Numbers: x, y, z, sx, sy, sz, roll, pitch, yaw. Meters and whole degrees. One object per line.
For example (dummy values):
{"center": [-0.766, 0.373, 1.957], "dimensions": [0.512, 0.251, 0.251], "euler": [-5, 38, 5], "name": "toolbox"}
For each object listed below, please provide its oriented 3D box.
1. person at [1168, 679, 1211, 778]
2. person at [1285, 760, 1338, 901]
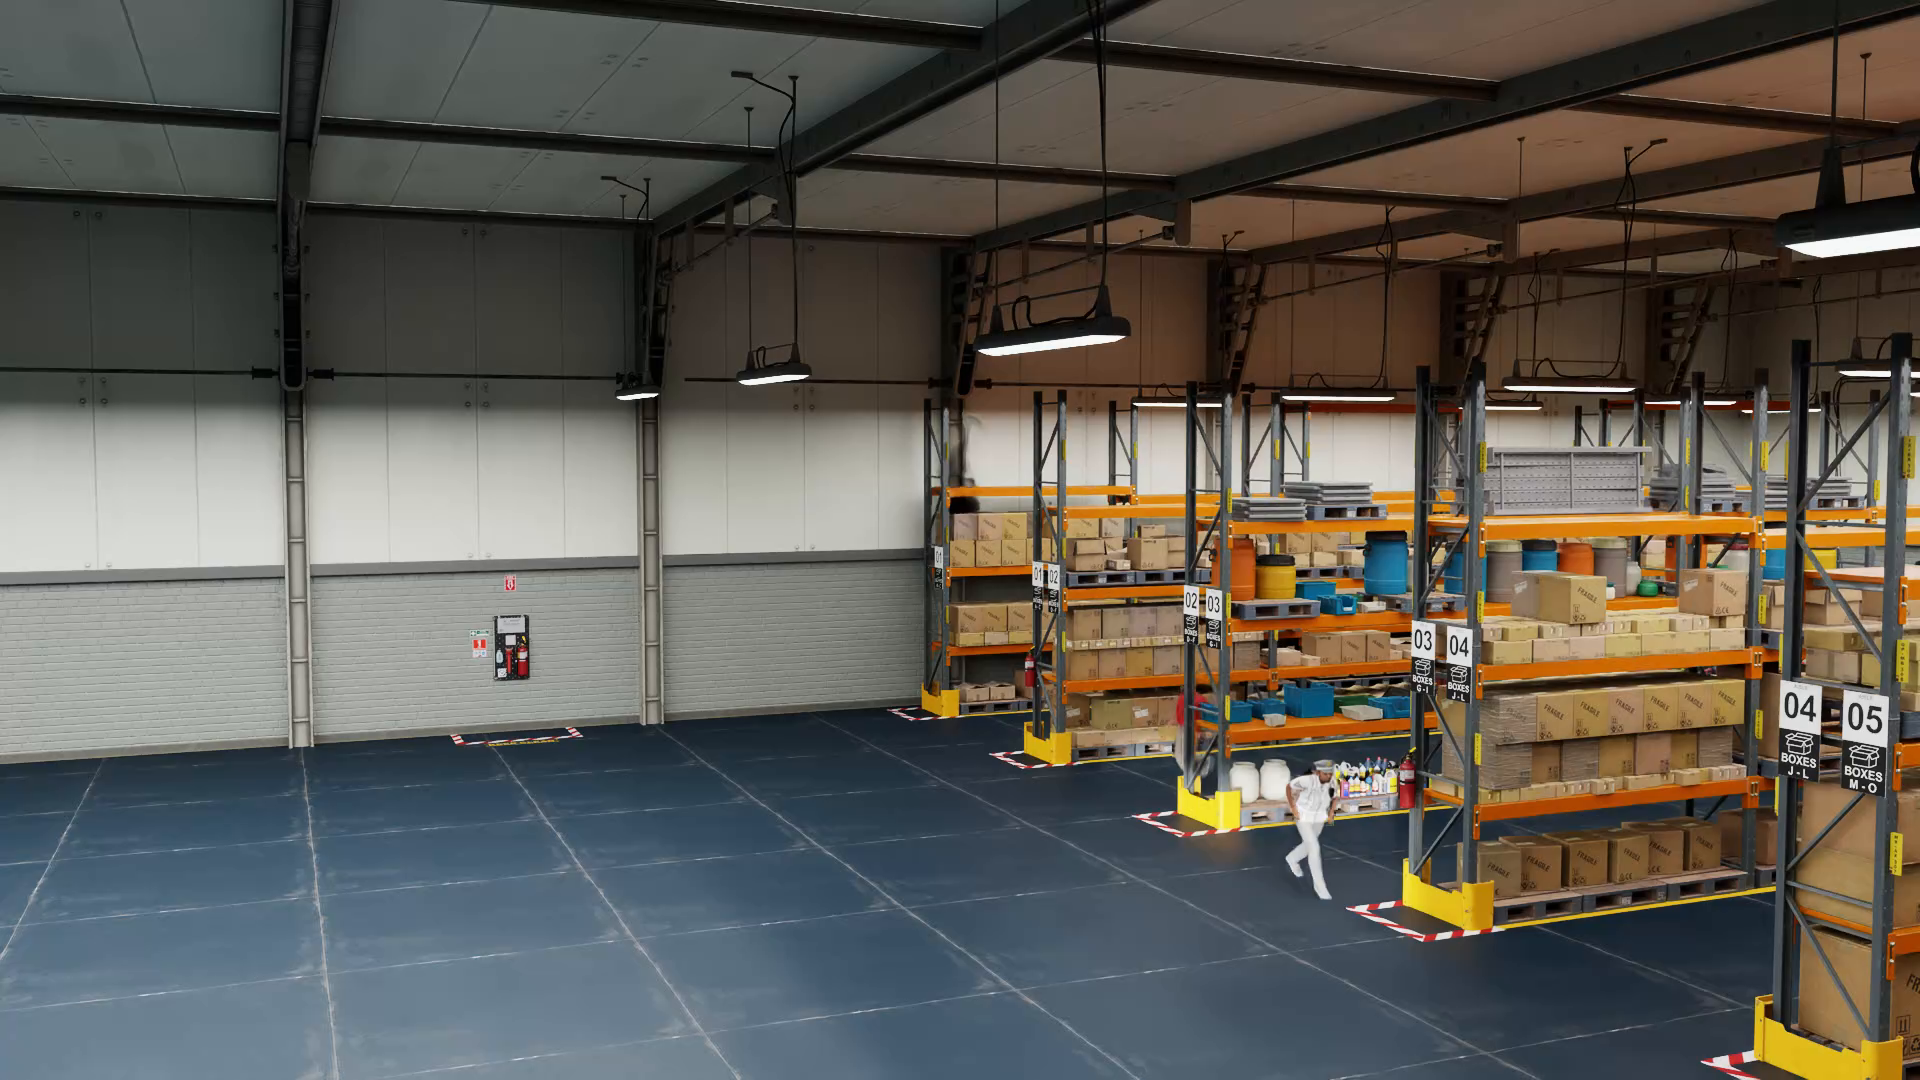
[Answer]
{"center": [3.440, 2.869, 24.912], "dimensions": [0.619, 1.676, 0.651], "euler": [-2, 4, -33], "name": "person"}
{"center": [4.005, 3.268, 19.149], "dimensions": [0.614, 1.626, 0.959], "euler": [-1, 3, -14], "name": "person"}
